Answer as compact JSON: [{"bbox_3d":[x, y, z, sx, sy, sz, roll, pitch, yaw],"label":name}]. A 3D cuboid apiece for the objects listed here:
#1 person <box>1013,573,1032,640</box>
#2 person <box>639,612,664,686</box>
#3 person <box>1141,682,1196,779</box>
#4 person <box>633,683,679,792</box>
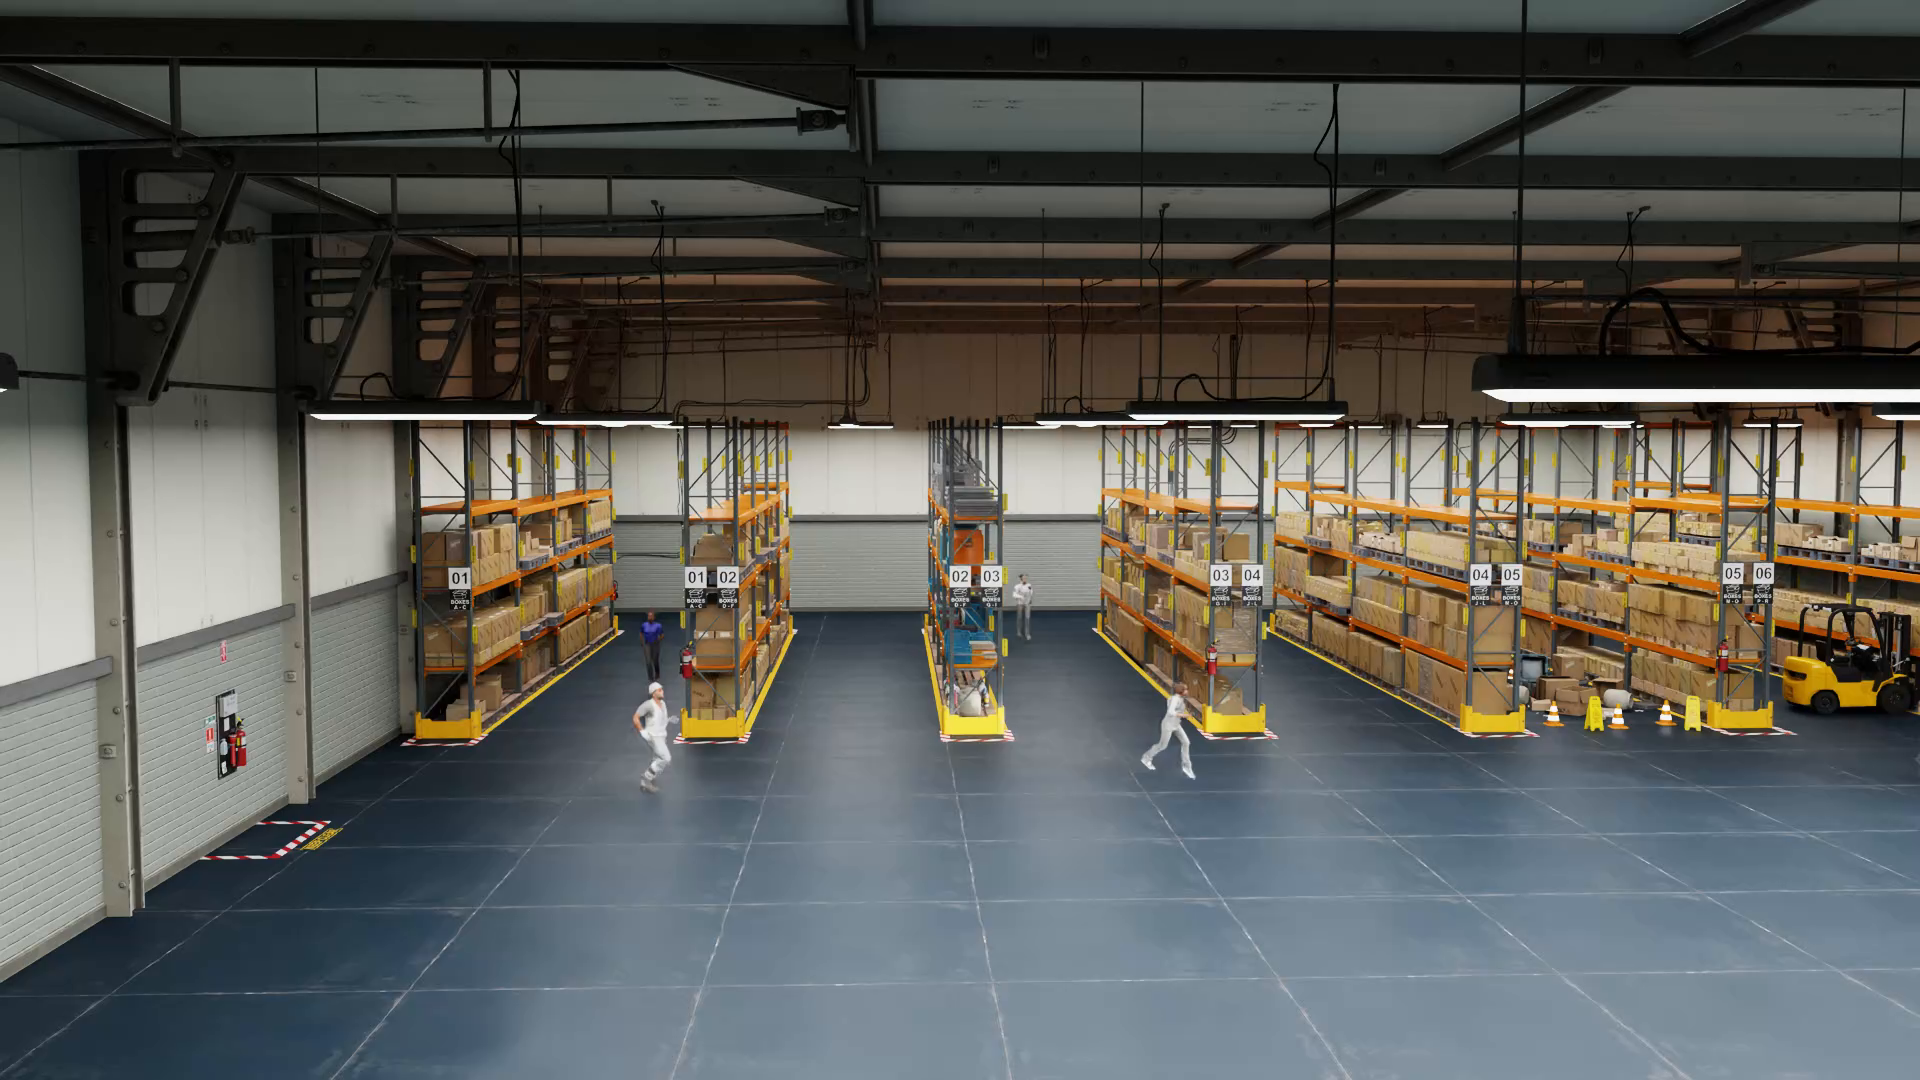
[{"bbox_3d":[1.662,1.733,43.800,0.562,1.734,0.812,0,4,-7],"label":"person"},{"bbox_3d":[-7.010,2.446,37.758,0.585,1.650,0.697,0,4,-4],"label":"person"},{"bbox_3d":[3.457,3.139,27.596,0.951,1.596,0.539,2,4,30],"label":"person"},{"bbox_3d":[-4.781,3.126,26.318,0.627,1.740,0.656,1,4,18],"label":"person"}]
